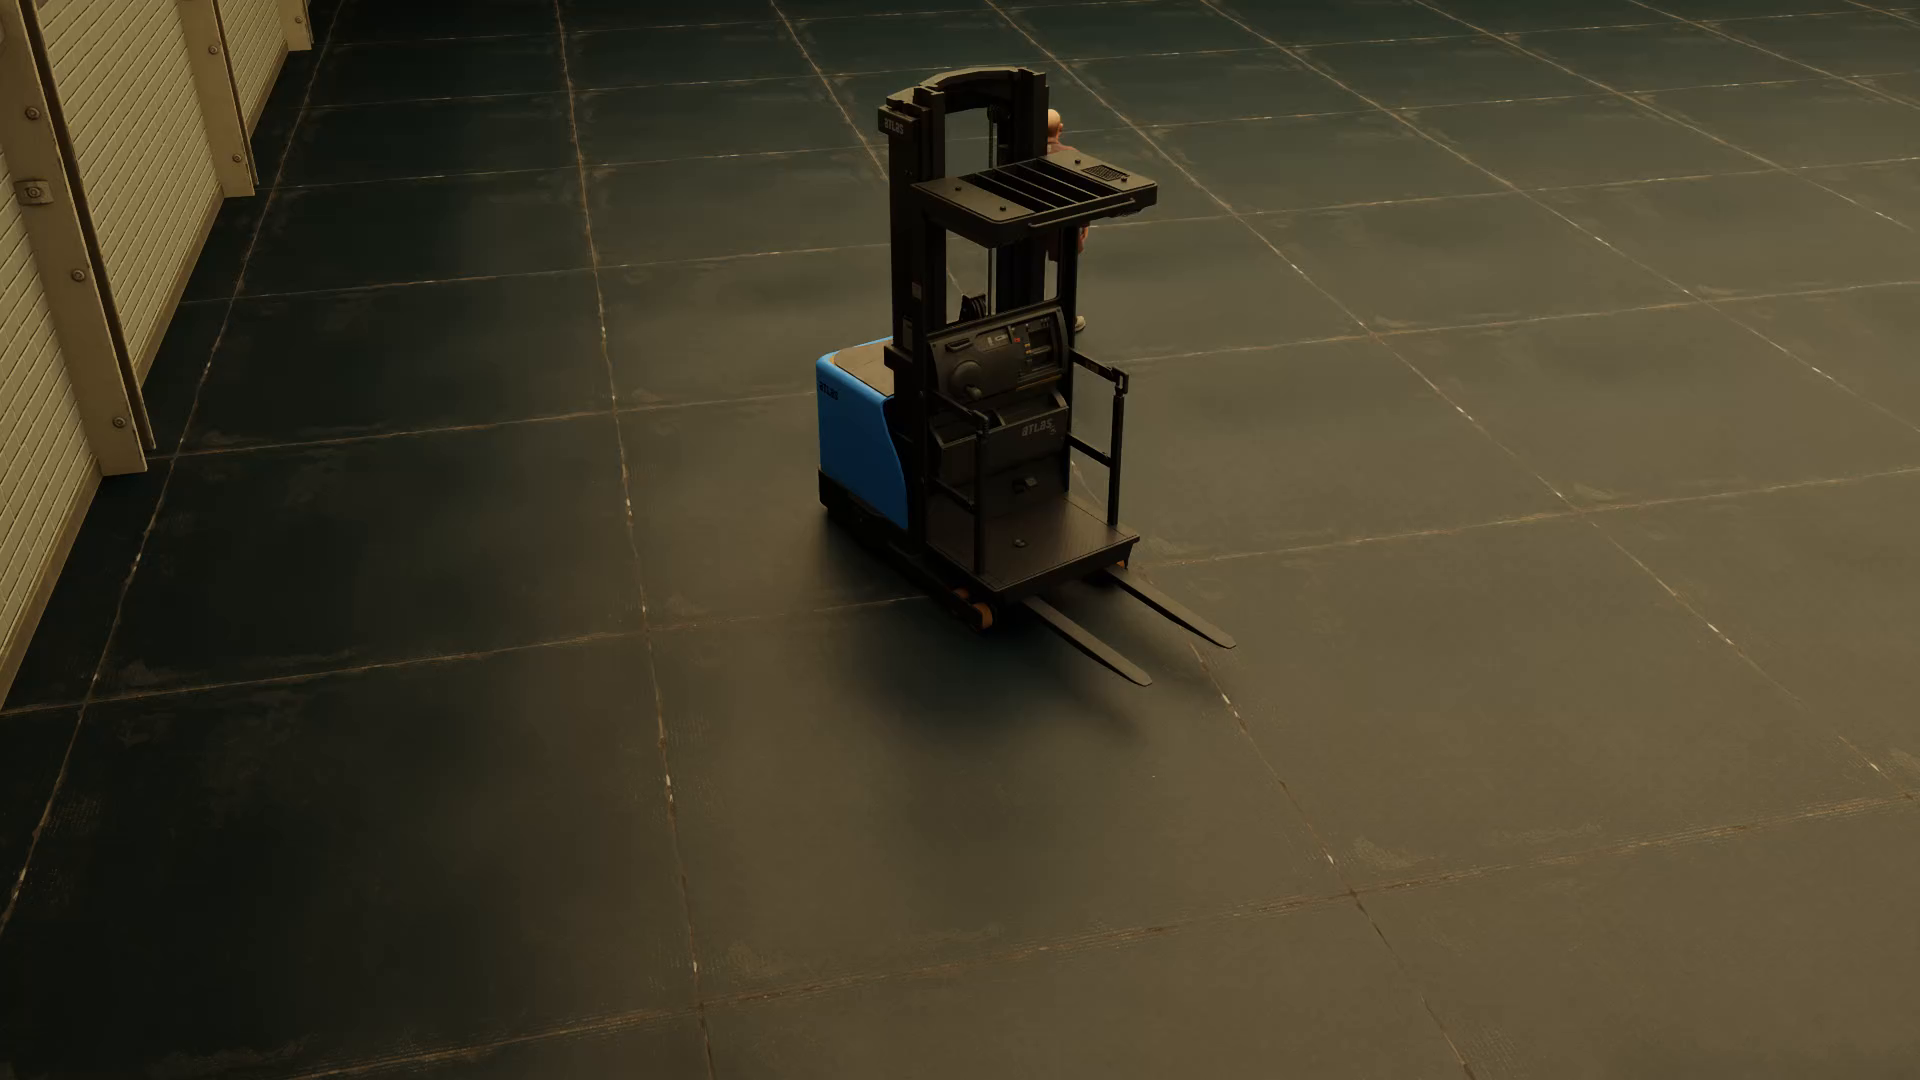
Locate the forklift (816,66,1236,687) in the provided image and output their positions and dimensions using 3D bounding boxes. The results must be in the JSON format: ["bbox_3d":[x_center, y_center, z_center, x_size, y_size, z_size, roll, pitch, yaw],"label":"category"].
[{"bbox_3d":[0.355,-1.021,9.338,1.130,2.935,3.031,-20,35,-30],"label":"forklift"}]

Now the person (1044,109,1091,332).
[{"bbox_3d":[0.694,-2.465,12.987,0.656,1.774,0.424,6,31,10],"label":"person"}]
